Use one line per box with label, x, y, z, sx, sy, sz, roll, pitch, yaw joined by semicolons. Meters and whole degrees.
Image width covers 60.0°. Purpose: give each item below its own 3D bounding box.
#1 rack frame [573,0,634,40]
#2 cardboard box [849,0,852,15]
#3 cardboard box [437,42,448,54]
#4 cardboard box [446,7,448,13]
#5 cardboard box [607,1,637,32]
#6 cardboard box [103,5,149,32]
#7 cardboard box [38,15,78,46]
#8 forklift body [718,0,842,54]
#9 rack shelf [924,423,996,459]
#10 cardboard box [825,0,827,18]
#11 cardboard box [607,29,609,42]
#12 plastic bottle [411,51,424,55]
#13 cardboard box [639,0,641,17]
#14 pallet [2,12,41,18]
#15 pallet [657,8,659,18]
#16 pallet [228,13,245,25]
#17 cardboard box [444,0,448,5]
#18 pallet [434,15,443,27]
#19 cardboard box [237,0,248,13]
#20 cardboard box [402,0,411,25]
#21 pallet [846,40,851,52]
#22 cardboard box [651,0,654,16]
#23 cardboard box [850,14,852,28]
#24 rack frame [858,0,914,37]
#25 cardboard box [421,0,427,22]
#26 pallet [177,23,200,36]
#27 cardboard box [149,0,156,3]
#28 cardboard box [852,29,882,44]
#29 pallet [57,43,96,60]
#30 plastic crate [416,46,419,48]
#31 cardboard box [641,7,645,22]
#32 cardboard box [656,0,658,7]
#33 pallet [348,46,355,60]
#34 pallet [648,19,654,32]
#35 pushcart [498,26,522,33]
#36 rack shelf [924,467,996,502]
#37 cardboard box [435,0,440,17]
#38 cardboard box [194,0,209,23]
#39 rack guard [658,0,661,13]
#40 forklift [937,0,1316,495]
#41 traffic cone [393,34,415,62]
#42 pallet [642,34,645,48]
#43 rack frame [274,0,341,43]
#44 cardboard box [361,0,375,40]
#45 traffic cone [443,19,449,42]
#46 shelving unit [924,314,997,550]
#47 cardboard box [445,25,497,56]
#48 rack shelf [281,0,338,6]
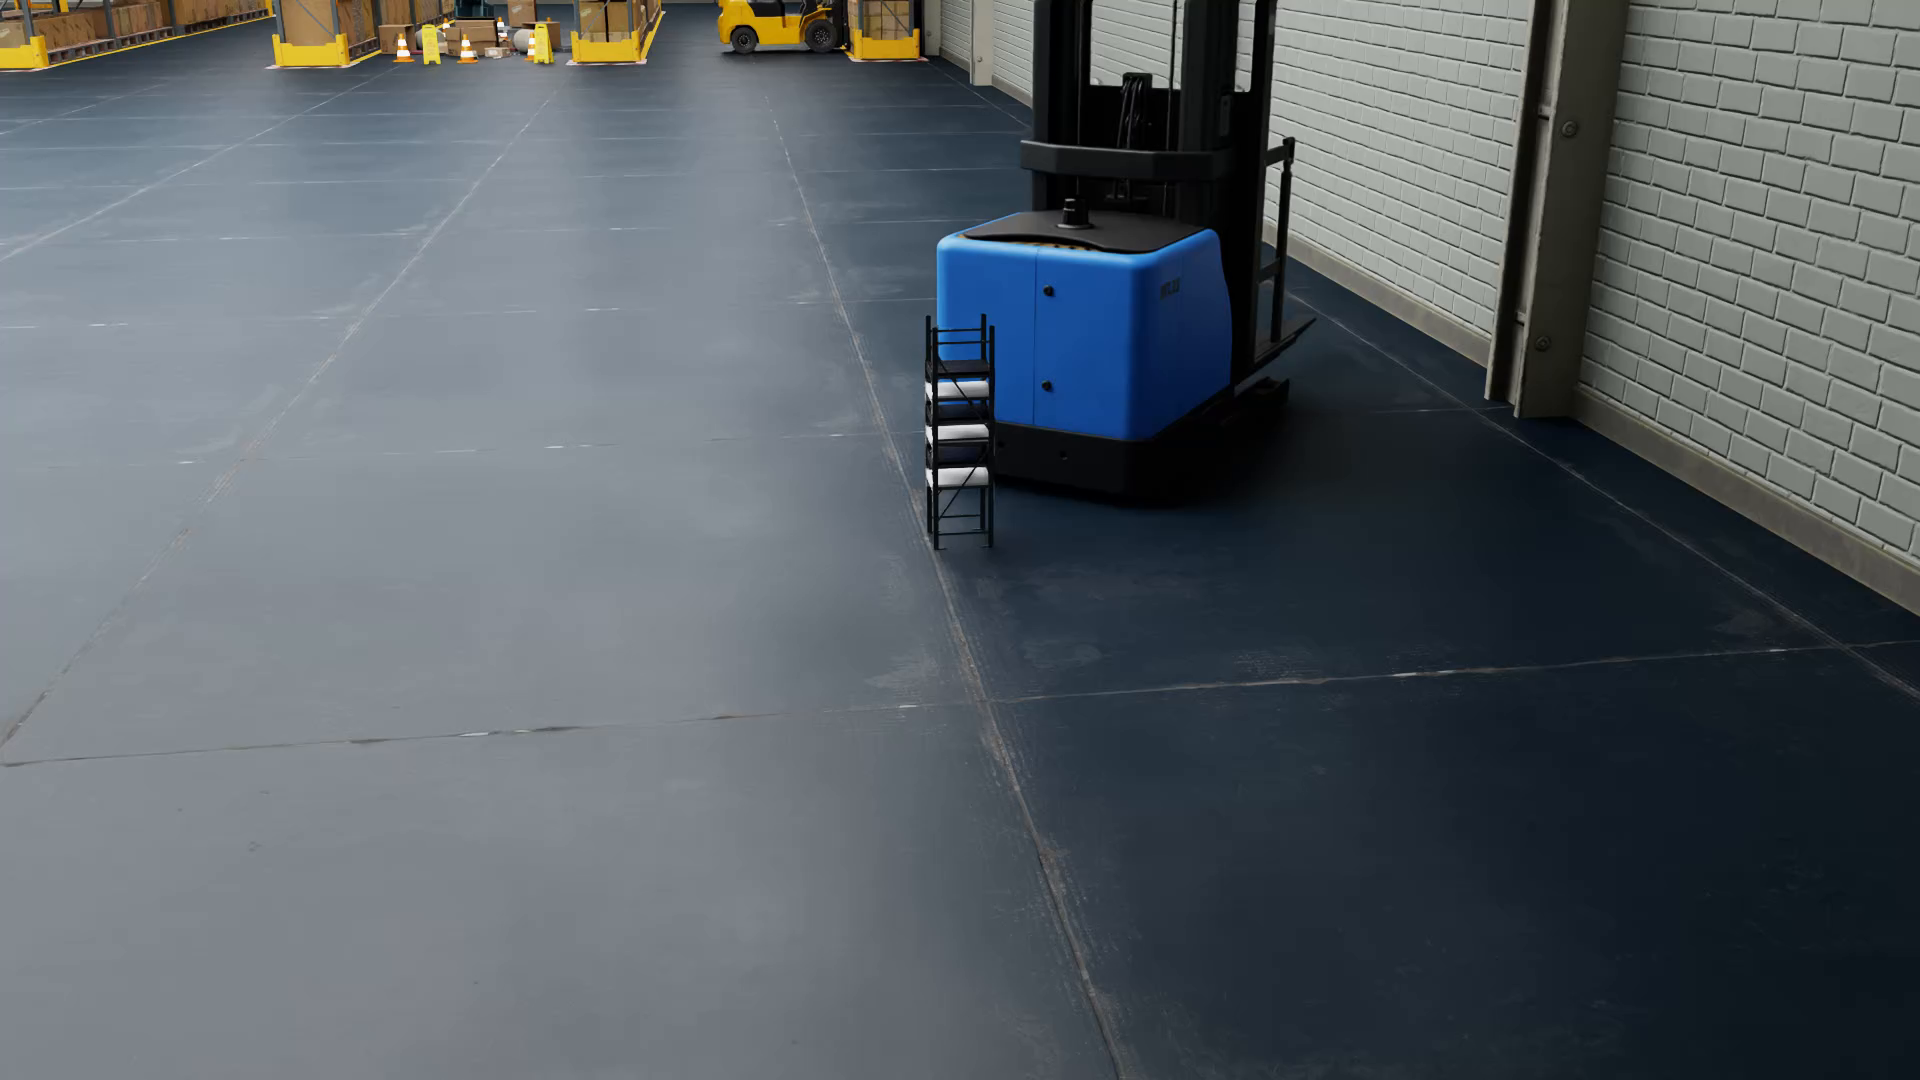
rack frame;-6.234;-9.866;28.844;1.000;3.000;0.127;-3;21;-8
cardboard box;-1.777;-9.815;30.607;0.500;0.250;0.500;-3;21;-7
cardboard box;-9.624;-9.183;30.923;0.396;0.266;0.258;1;20;2
cardboard box;-12.620;-12.831;40.259;0.380;0.149;0.250;-2;21;-6
cardboard box;-6.081;-9.427;29.927;0.500;0.500;0.500;-4;21;-10
cardboard box;-16.896;-10.553;33.626;0.700;0.500;0.500;-1;21;-3
cardboard box;-16.342;-9.227;30.106;0.500;0.500;0.500;-5;21;-13
forklift body;-3.401;-10.284;31.177;2.313;2.155;1.214;-3;21;-8
rack shelf;-0.001;-0.393;6.578;0.258;0.077;0.200;-3;21;-8
cardboard box;-2.811;-12.222;38.126;0.500;0.500;0.500;-3;21;-9
cardboard box;-6.684;-9.220;30.446;0.500;0.250;0.500;-3;21;-8
plastic bottle;-10.026;-9.038;30.827;0.283;0.061;0.133;-11;23;-26
cardboard box;-6.385;-10.143;31.845;0.500;0.500;0.500;-3;21;-7
pallet;-22.995;-12.640;40.258;1.003;0.211;1.213;-3;21;-8
pallet;-8.175;-13.405;42.305;1.003;0.211;1.213;-3;21;-8
pallet;-17.802;-12.482;39.833;1.003;0.211;1.213;-3;21;-8
cardboard box;-12.832;-13.234;40.910;0.380;0.149;0.250;-2;21;-5
pallet;-12.734;-12.160;38.972;1.003;0.211;1.213;-3;21;-8
cardboard box;-17.916;-13.266;40.385;0.875;0.875;0.875;-3;21;-8
cardboard box;-12.272;-11.278;35.241;1.050;0.750;0.750;-3;21;-8
pallet;-1.647;-9.495;31.837;1.003;0.211;1.213;-3;21;-8
cardboard box;-7.657;-12.699;38.866;0.875;0.875;0.875;-2;21;-6
cardboard box;-1.764;-9.587;30.713;0.500;0.250;0.500;-3;21;-8
rack frame;-1.323;-10.117;29.517;1.000;3.000;0.127;-3;21;-8
cardboard box;-12.196;-11.808;37.017;0.500;0.500;0.500;-3;21;-7
pallet;-17.233;-11.106;36.150;1.003;0.211;1.213;-3;21;-8
cardboard box;-17.067;-11.292;34.534;0.500;0.250;0.500;-2;21;-6
cardboard box;-1.703;-9.173;30.318;0.500;0.250;0.500;-3;21;-7
pallet;-16.306;-8.790;29.950;1.003;0.211;1.213;-3;21;-8
plastic crate;-10.373;-9.682;32.287;0.450;0.188;0.662;-2;18;24
cardboard box;-7.201;-11.150;35.438;0.950;0.372;0.625;-3;21;-9
cardboard box;-8.206;-13.862;42.605;0.875;0.438;0.875;-2;21;-6
pallet;-11.310;-8.548;29.300;1.003;0.211;1.213;-3;21;-8
pallet;-7.426;-11.606;37.489;1.003;0.211;1.213;-3;21;-8
pushcart;-9.059;-9.890;32.656;1.648;0.377;0.936;-11;23;-26
rack shelf;-0.001;-0.225;6.641;0.258;0.077;0.200;-3;21;-8
cardboard box;-12.492;-12.518;38.917;0.500;0.500;0.500;-3;21;-9
cardboard box;-17.393;-11.886;36.690;1.225;0.875;0.875;-3;21;-8
rack guard;-8.544;-14.243;44.135;1.175;0.500;0.348;-3;21;-8
forklift;1.025;-2.033;7.971;1.130;2.935;3.031;11;23;26
traffic cone;-9.789;-8.648;29.209;0.336;0.463;0.334;-3;21;-8
pallet;-6.679;-9.714;32.422;1.003;0.211;1.213;-3;21;-8
rack frame;-11.118;-9.581;28.081;1.000;3.000;0.127;-3;21;-8
cardboard box;-11.673;-9.946;31.495;0.875;0.875;0.875;-3;21;-7
traffic cone;-10.393;-10.318;33.680;0.336;0.463;0.334;-3;21;-8
shelving unit;-0.001;-0.424;6.566;0.258;0.900;0.210;-3;21;-8
cardboard box;-8.992;-9.177;30.567;0.637;0.503;0.797;17;27;39
rack shelf;-11.406;-9.936;30.061;1.077;0.370;4.000;-3;21;-8
